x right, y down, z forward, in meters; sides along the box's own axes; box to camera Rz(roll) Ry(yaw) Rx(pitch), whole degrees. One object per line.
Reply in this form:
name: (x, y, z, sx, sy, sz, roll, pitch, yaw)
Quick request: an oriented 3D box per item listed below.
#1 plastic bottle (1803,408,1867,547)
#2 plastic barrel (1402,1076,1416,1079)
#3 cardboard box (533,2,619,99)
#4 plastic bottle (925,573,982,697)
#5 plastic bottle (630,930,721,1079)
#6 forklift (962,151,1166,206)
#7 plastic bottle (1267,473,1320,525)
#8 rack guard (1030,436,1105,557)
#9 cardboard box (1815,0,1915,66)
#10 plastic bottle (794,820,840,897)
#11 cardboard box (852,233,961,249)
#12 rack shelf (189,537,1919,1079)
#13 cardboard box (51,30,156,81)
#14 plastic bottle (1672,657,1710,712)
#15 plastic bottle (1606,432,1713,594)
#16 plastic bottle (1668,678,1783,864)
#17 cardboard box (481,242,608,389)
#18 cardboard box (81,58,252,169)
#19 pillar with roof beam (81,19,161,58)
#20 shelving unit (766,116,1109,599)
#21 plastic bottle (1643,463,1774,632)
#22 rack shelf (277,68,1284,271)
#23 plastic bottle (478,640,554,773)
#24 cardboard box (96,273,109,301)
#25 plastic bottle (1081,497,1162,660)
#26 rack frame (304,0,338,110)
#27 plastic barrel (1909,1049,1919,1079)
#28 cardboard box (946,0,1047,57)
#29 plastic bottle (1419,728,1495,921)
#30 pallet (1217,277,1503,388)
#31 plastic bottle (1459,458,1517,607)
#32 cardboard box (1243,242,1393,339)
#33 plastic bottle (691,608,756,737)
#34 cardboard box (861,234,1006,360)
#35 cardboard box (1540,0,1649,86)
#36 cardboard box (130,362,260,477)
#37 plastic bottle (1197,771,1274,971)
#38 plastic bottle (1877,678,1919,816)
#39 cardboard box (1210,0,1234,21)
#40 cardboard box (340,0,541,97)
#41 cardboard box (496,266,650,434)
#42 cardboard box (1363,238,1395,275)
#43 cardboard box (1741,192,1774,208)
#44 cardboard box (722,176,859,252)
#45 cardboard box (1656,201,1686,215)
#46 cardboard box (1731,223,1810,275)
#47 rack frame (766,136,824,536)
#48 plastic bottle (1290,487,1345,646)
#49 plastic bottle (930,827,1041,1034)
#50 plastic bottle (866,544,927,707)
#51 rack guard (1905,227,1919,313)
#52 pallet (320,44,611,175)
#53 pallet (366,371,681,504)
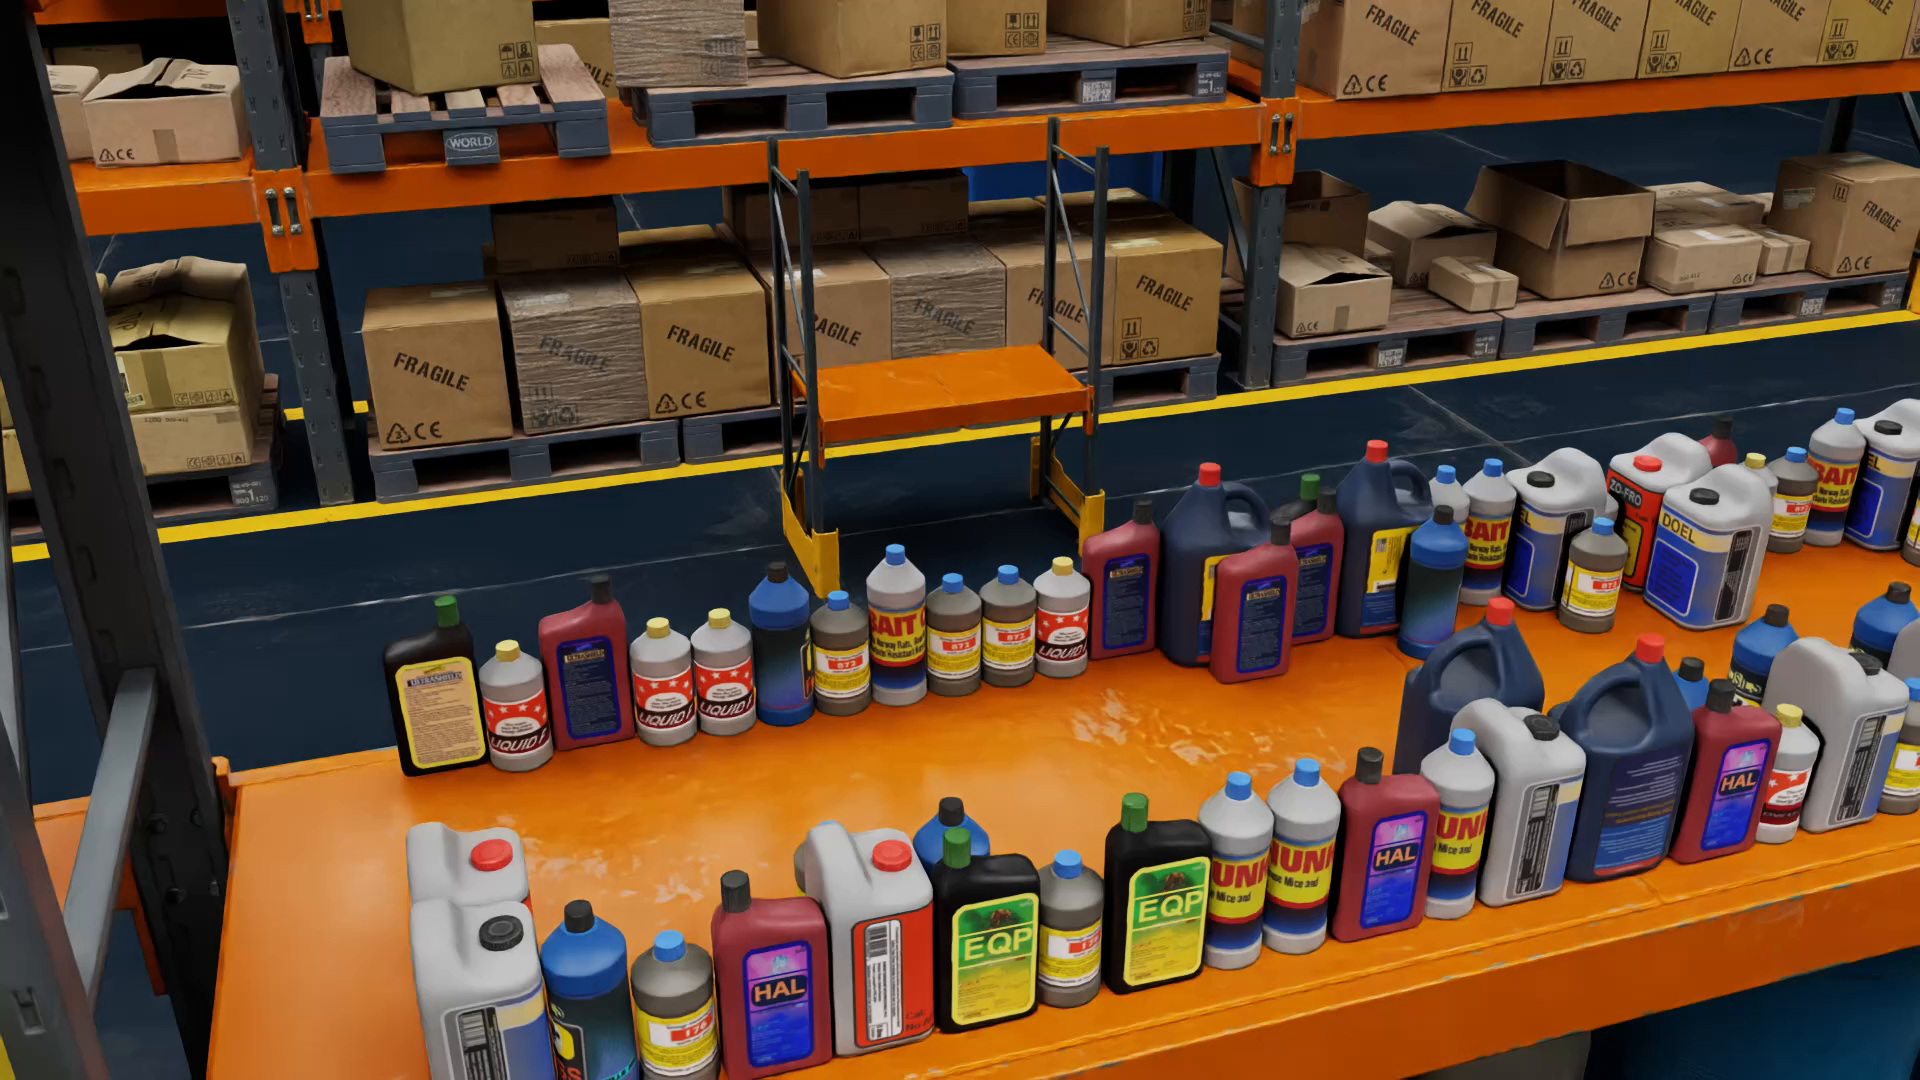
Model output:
plastic bottle: (1.716, -0.129, 3.281, 0.097, 0.271, 0.097, 0, 26, 0)
plastic barrel: (0.472, 1.069, 2.963, 0.708, 0.588, 0.600, -8, 28, -16)
cardboard box: (-2.555, -3.171, 11.209, 0.750, 0.750, 0.750, -8, 28, -16)
plastic bottle: (-0.012, 0.153, 2.792, 0.097, 0.201, 0.097, 0, 26, 0)
plastic bottle: (-0.339, 0.555, 1.982, 0.097, 0.201, 0.097, 0, 26, 0)
forklift: (0.745, -3.340, 9.682, 1.130, 2.935, 3.031, 4, 27, 8)
plastic bottle: (0.580, 0.022, 2.964, 0.133, 0.283, 0.061, -8, 28, -16)
rack guard: (0.401, -0.170, 6.311, 0.087, 0.250, 0.587, -8, 28, -16)
cardboard box: (4.180, -2.585, 7.971, 0.500, 0.500, 0.500, -8, 28, -16)
plastic bottle: (-0.167, 0.459, 2.175, 0.097, 0.201, 0.097, 0, 26, 0)
cardboard box: (-0.306, -1.209, 7.628, 0.500, 0.500, 0.500, -8, 27, -15)
rack shelf: (0.840, 0.454, 2.772, 4.000, 0.370, 1.077, -8, 28, -16)
cardboard box: (-5.360, -3.022, 10.437, 0.500, 0.250, 0.500, -8, 27, -15)
plastic bottle: (1.044, 0.295, 2.427, 0.097, 0.271, 0.097, 0, 26, 0)
plastic bottle: (1.303, -0.058, 3.133, 0.135, 0.276, 0.152, -8, 28, -16)
plastic bottle: (1.085, 0.321, 2.362, 0.133, 0.283, 0.061, -8, 28, -16)
cardboard box: (-1.776, -0.993, 7.194, 0.500, 0.500, 0.500, -7, 27, -14)
cardboard box: (-2.952, -1.616, 6.233, 0.500, 0.311, 0.500, -7, 27, -13)
pillar with roof beam: (-4.301, -4.835, 5.870, 0.400, 9.000, 9.100, -8, 28, -16)
shelving unit: (-0.072, -0.661, 5.895, 1.083, 1.500, 0.587, -8, 28, -16)
plastic bottle: (1.350, 0.006, 3.004, 0.135, 0.276, 0.152, -8, 28, -16)
rack shelf: (-0.691, -1.641, 6.991, 4.000, 0.370, 1.077, -8, 28, -16)
plastic bottle: (-0.694, 0.252, 2.593, 0.097, 0.201, 0.097, 0, 26, 0)
cardboard box: (-3.678, -0.872, 6.622, 0.500, 0.311, 0.500, -9, 28, -17)
plastic bottle: (0.277, 0.066, 2.876, 0.133, 0.283, 0.061, -8, 28, -16)
rack frame: (-4.130, -3.782, 10.495, 0.127, 3.000, 1.000, -8, 28, -16)
plastic barrel: (2.219, 0.676, 3.403, 0.708, 0.901, 0.600, -8, 28, -16)
cardboard box: (0.057, -2.379, 7.085, 0.500, 0.500, 0.700, -4, 27, -8)
plastic bottle: (0.666, 0.378, 2.260, 0.097, 0.271, 0.097, 0, 26, 0)
pallet: (1.864, -1.084, 8.196, 1.213, 0.211, 1.003, -8, 28, -16)
plastic bottle: (0.963, -0.020, 3.061, 0.097, 0.271, 0.097, 0, 26, 0)
cardboard box: (1.677, -1.198, 7.818, 0.500, 0.311, 0.500, -8, 28, -16)
plastic bottle: (-0.382, 0.206, 2.684, 0.097, 0.201, 0.097, 0, 26, 0)
cardboard box: (-0.119, -0.994, 7.195, 0.500, 0.500, 0.500, -8, 27, -15)
cardboard box: (2.742, -2.378, 7.555, 0.500, 0.500, 0.500, -8, 28, -16)
cardboard box: (-3.017, -0.469, 6.441, 0.500, 0.250, 0.500, -8, 27, -15)
plastic bottle: (0.354, 0.423, 2.169, 0.097, 0.271, 0.097, 0, 26, 0)
plastic bottle: (1.410, 0.302, 2.492, 0.097, 0.201, 0.097, 0, 26, 0)
cardboard box: (1.938, -4.066, 12.676, 0.250, 0.149, 0.380, -8, 27, -15)
cardboard box: (-2.029, -2.055, 6.432, 0.500, 0.500, 0.700, -19, 32, -33)
cardboard box: (-1.575, -0.782, 6.768, 0.500, 0.500, 0.500, -9, 28, -18)
cardboard box: (2.003, -1.434, 8.477, 0.250, 0.149, 0.380, -8, 28, -16)
cardboard box: (4.510, -1.797, 9.208, 0.250, 0.149, 0.380, -8, 28, -16)
cardboard box: (-0.752, -1.481, 7.334, 0.500, 0.250, 0.500, -9, 28, -17)
cardboard box: (3.459, -1.662, 8.823, 0.500, 0.250, 0.500, -8, 28, -16)
cardboard box: (4.161, -1.521, 8.632, 0.250, 0.166, 0.380, -8, 28, -16)
rack frame: (-0.564, -0.590, 5.752, 0.032, 1.500, 0.500, -8, 28, -16)
plastic bottle: (0.599, 0.048, 2.912, 0.133, 0.283, 0.061, -8, 28, -16)
plastic bottle: (0.031, 0.473, 2.054, 0.133, 0.283, 0.061, -8, 28, -16)
plastic bottle: (-0.105, 0.135, 2.750, 0.097, 0.271, 0.097, 0, 26, 0)
rack guard: (4.942, -1.659, 9.030, 0.348, 0.500, 1.175, -8, 28, -16)
pallet: (-1.970, -1.725, 6.567, 1.003, 0.211, 1.213, -8, 28, -16)
pallet: (-1.871, -0.526, 7.072, 1.213, 0.211, 1.003, -8, 28, -16)
